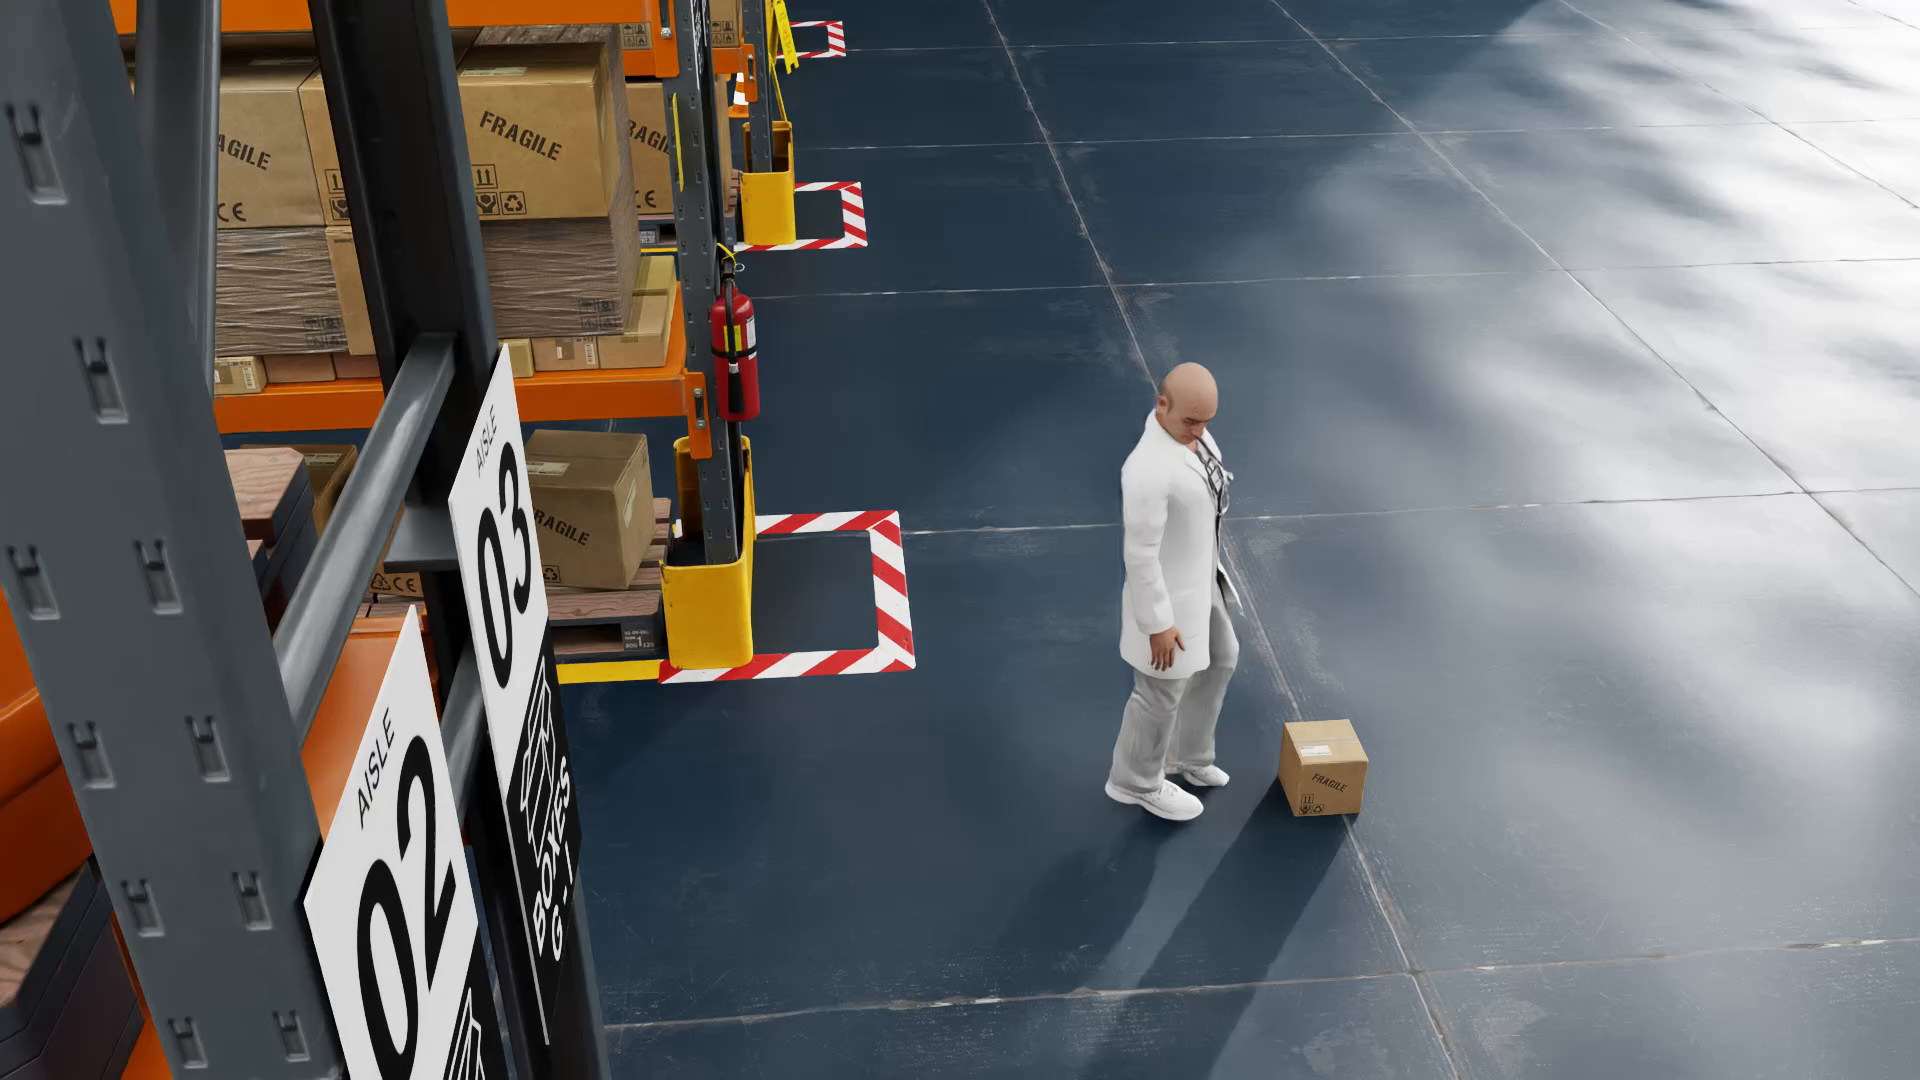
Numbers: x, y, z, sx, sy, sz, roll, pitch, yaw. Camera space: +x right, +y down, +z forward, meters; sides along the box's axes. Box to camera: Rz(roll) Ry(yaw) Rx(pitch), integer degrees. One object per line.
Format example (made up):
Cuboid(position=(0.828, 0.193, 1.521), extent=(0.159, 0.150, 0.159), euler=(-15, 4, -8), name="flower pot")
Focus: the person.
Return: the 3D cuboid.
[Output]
Cuboid(position=(0.767, 0.225, 5.799), extent=(0.428, 1.845, 0.621), euler=(11, 32, 17), name="person")
